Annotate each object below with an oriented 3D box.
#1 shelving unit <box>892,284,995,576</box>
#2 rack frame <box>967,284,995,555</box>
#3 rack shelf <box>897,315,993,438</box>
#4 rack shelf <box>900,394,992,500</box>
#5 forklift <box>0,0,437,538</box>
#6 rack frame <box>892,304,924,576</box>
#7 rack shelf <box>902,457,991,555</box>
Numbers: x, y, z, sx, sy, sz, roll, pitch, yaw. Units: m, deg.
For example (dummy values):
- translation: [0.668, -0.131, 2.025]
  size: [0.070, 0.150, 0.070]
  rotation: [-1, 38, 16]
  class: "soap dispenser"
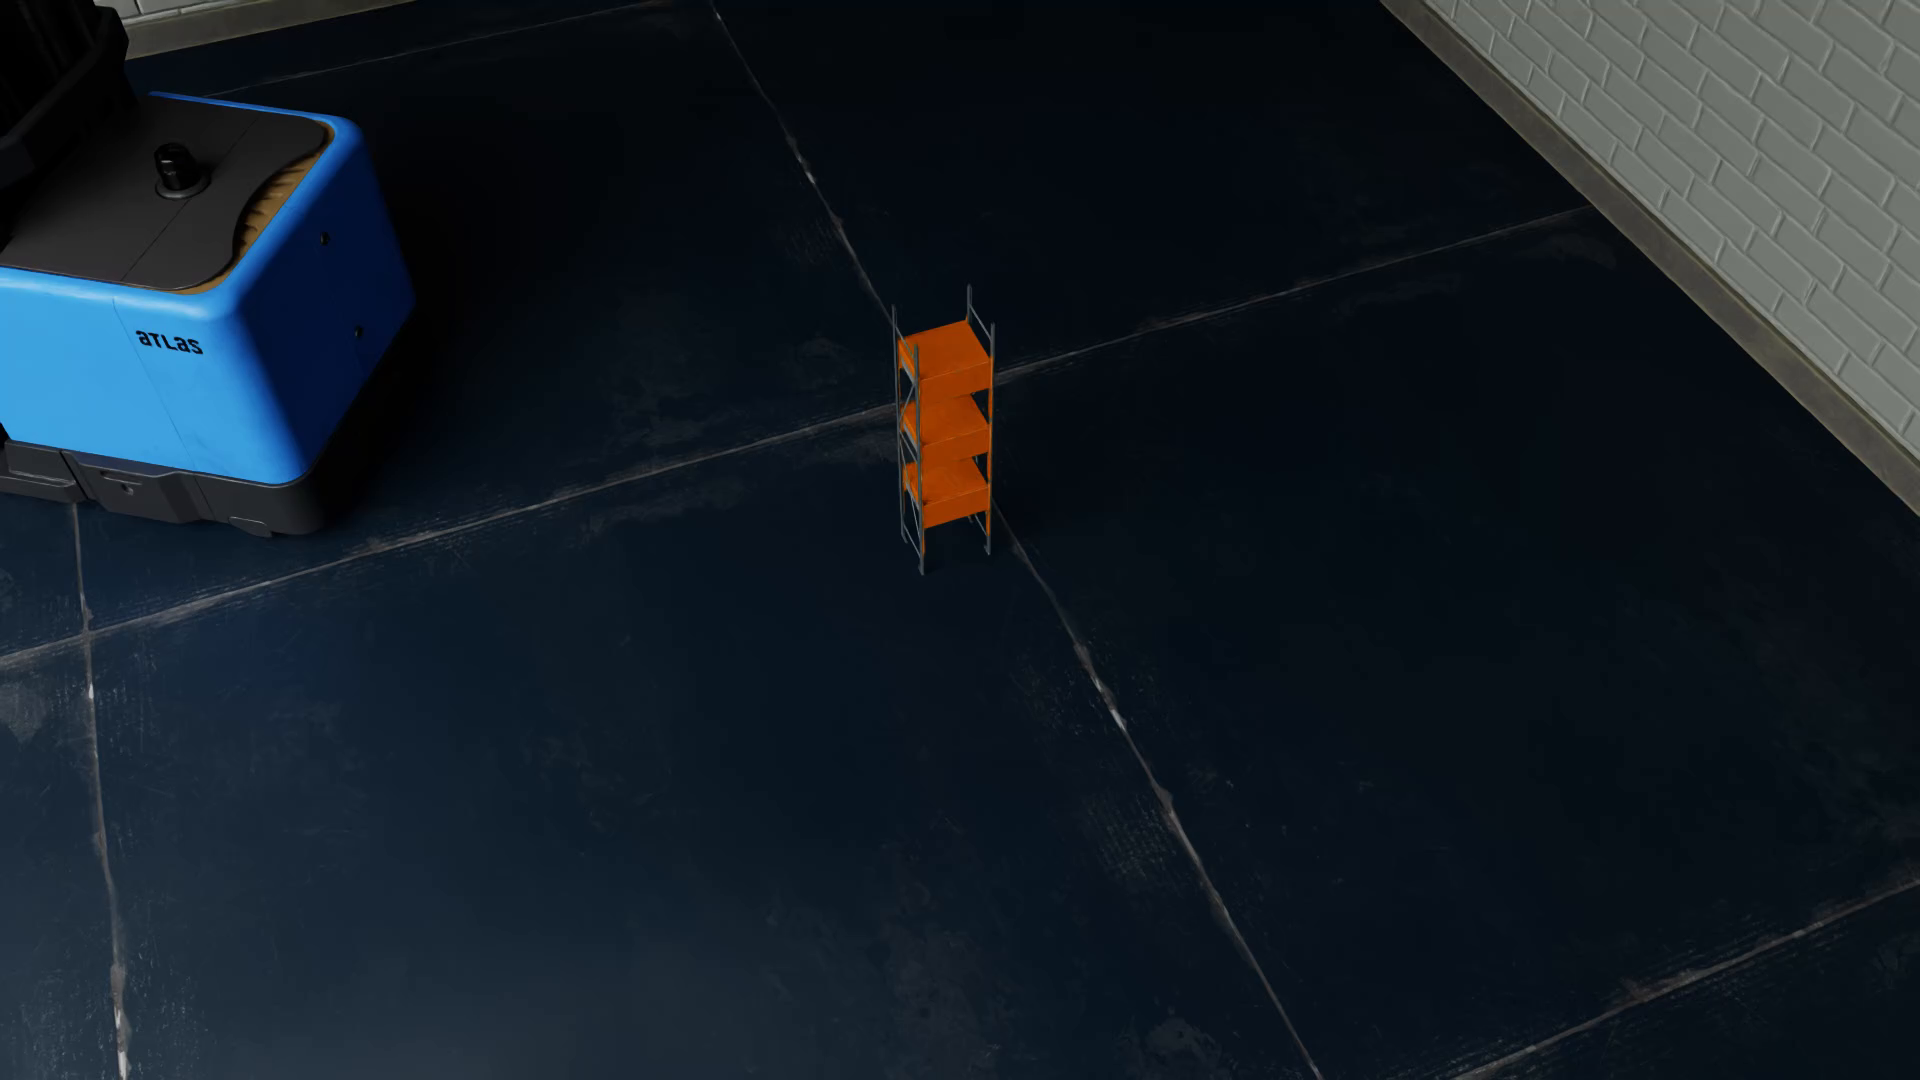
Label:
- translation: [-0.050, -0.327, 5.339]
  size: [0.252, 1.050, 0.215]
  rotation: [-17, 52, -14]
  class: "shelving unit"
- translation: [0.063, -0.362, 5.369]
  size: [0.008, 1.050, 0.200]
  rotation: [-17, 52, -14]
  class: "rack frame"
- translation: [-0.050, -0.505, 5.131]
  size: [0.240, 0.259, 0.215]
  rotation: [-17, 52, -14]
  class: "rack shelf"
- translation: [-0.050, -0.320, 5.347]
  size: [0.240, 0.259, 0.215]
  rotation: [-17, 52, -14]
  class: "rack shelf"
- translation: [-3.546, -1.544, 5.144]
  size: [3.031, 2.935, 1.130]
  rotation: [9, 50, 8]
  class: "forklift"
- translation: [-0.162, -0.292, 5.308]
  size: [0.008, 1.050, 0.200]
  rotation: [-17, 52, -14]
  class: "rack frame"
- translation: [-0.050, -0.139, 5.557]
  size: [0.240, 0.259, 0.215]
  rotation: [-17, 52, -14]
  class: "rack shelf"
